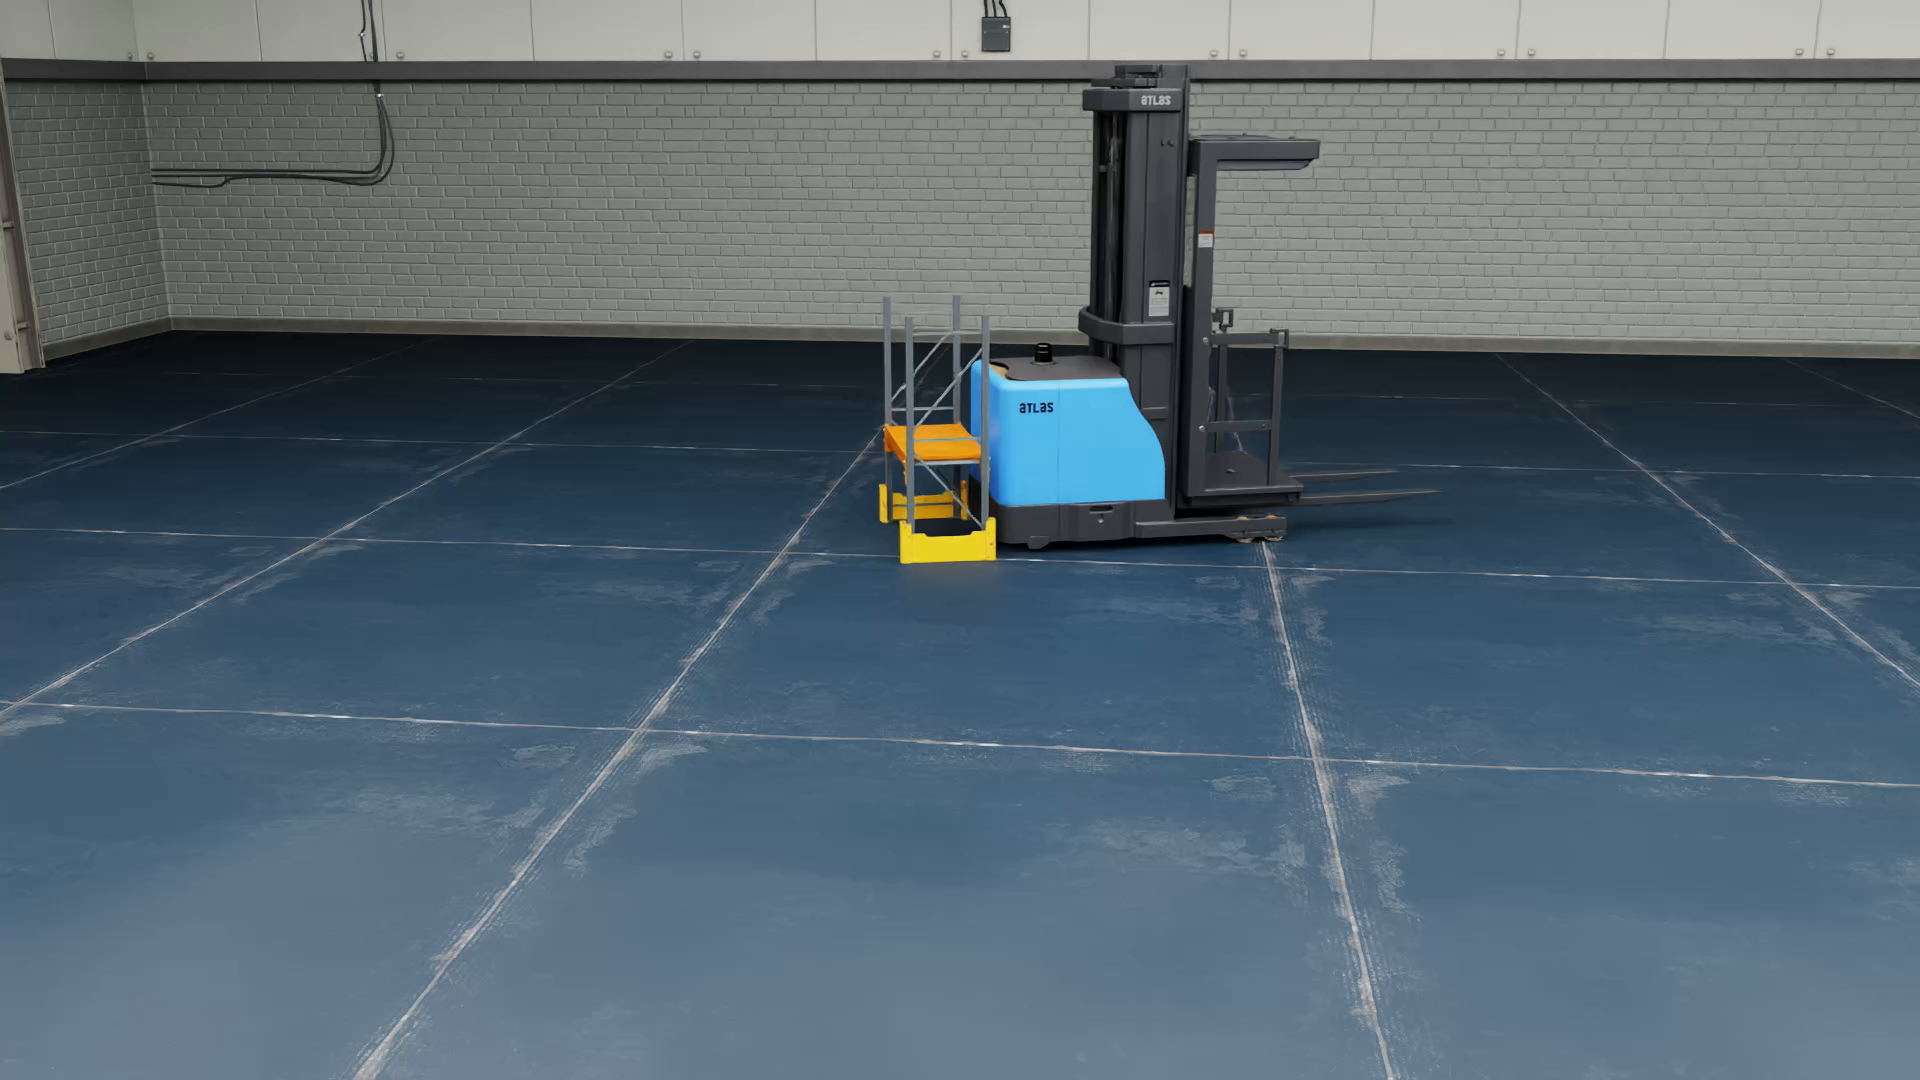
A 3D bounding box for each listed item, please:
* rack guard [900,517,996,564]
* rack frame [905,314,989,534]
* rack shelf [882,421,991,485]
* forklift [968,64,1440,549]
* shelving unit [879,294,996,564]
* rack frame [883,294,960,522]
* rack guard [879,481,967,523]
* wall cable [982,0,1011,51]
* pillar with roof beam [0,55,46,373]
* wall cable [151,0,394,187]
[{"bbox_3d":[-0.075,0.002,10.175,0.587,0.250,0.087,-3,15,-9],"label":"rack guard"},{"bbox_3d":[-0.075,-0.601,10.011,0.500,1.500,0.032,-3,15,-9],"label":"rack frame"},{"bbox_3d":[-0.161,-0.558,10.541,0.538,0.185,1.000,-3,15,-9],"label":"rack shelf"},{"bbox_3d":[1.625,-1.528,10.697,3.031,2.935,1.130,-3,15,-11],"label":"forklift"},{"bbox_3d":[-0.160,-0.729,10.485,0.587,1.500,1.083,-3,15,-9],"label":"shelving unit"},{"bbox_3d":[-0.248,-0.862,10.978,0.500,1.500,0.032,-3,15,-9],"label":"rack frame"},{"bbox_3d":[-0.245,-0.254,11.122,0.587,0.250,0.087,-3,15,-9],"label":"rack guard"},{"bbox_3d":[1.385,-8.179,17.156,2.305,6.003,0.169,2,15,6],"label":"wall cable"},{"bbox_3d":[-5.415,-5.970,15.499,9.100,9.000,0.400,2,15,6],"label":"pillar with roof beam"},{"bbox_3d":[-8.046,-5.323,19.055,3.097,2.526,0.112,2,15,6],"label":"wall cable"}]
